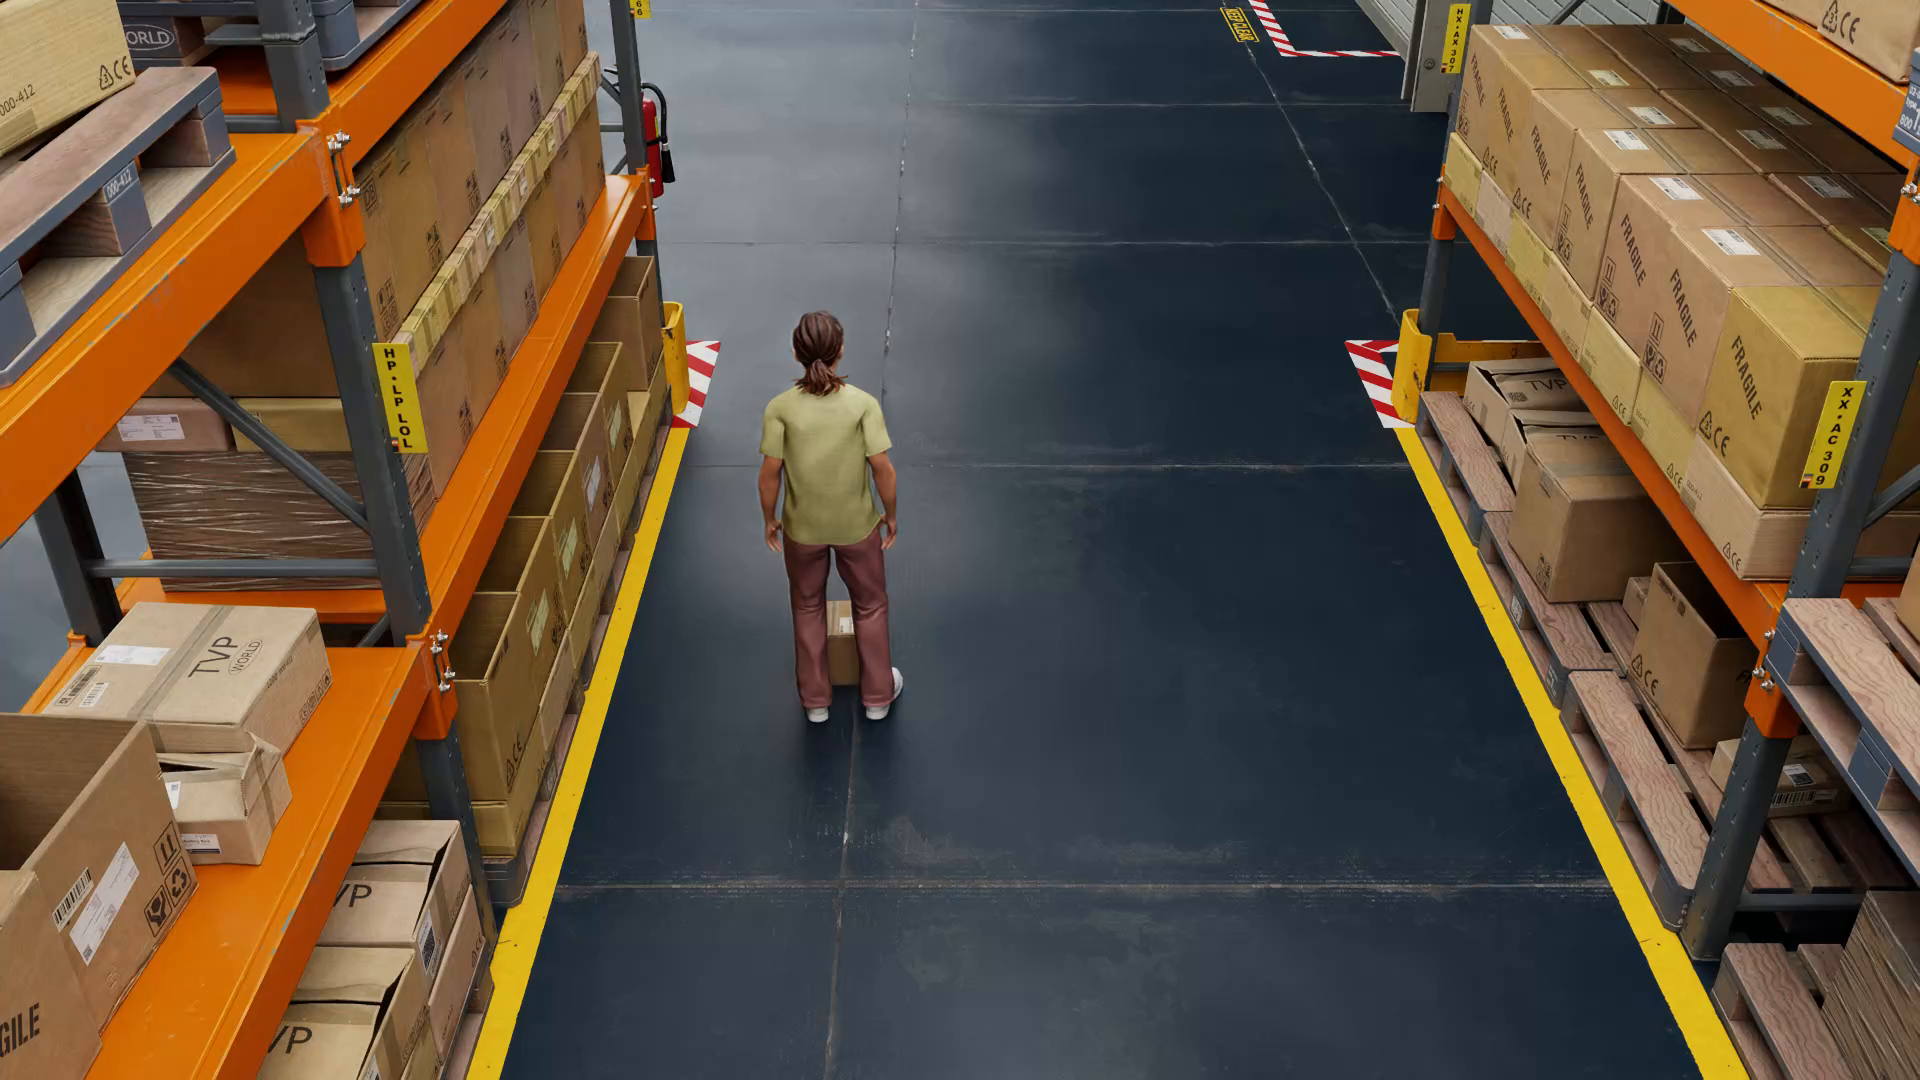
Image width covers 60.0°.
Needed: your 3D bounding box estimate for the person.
[{"bbox_3d":[-0.482,-0.055,6.226,0.504,1.672,0.355,-1,32,-1],"label":"person"}]
